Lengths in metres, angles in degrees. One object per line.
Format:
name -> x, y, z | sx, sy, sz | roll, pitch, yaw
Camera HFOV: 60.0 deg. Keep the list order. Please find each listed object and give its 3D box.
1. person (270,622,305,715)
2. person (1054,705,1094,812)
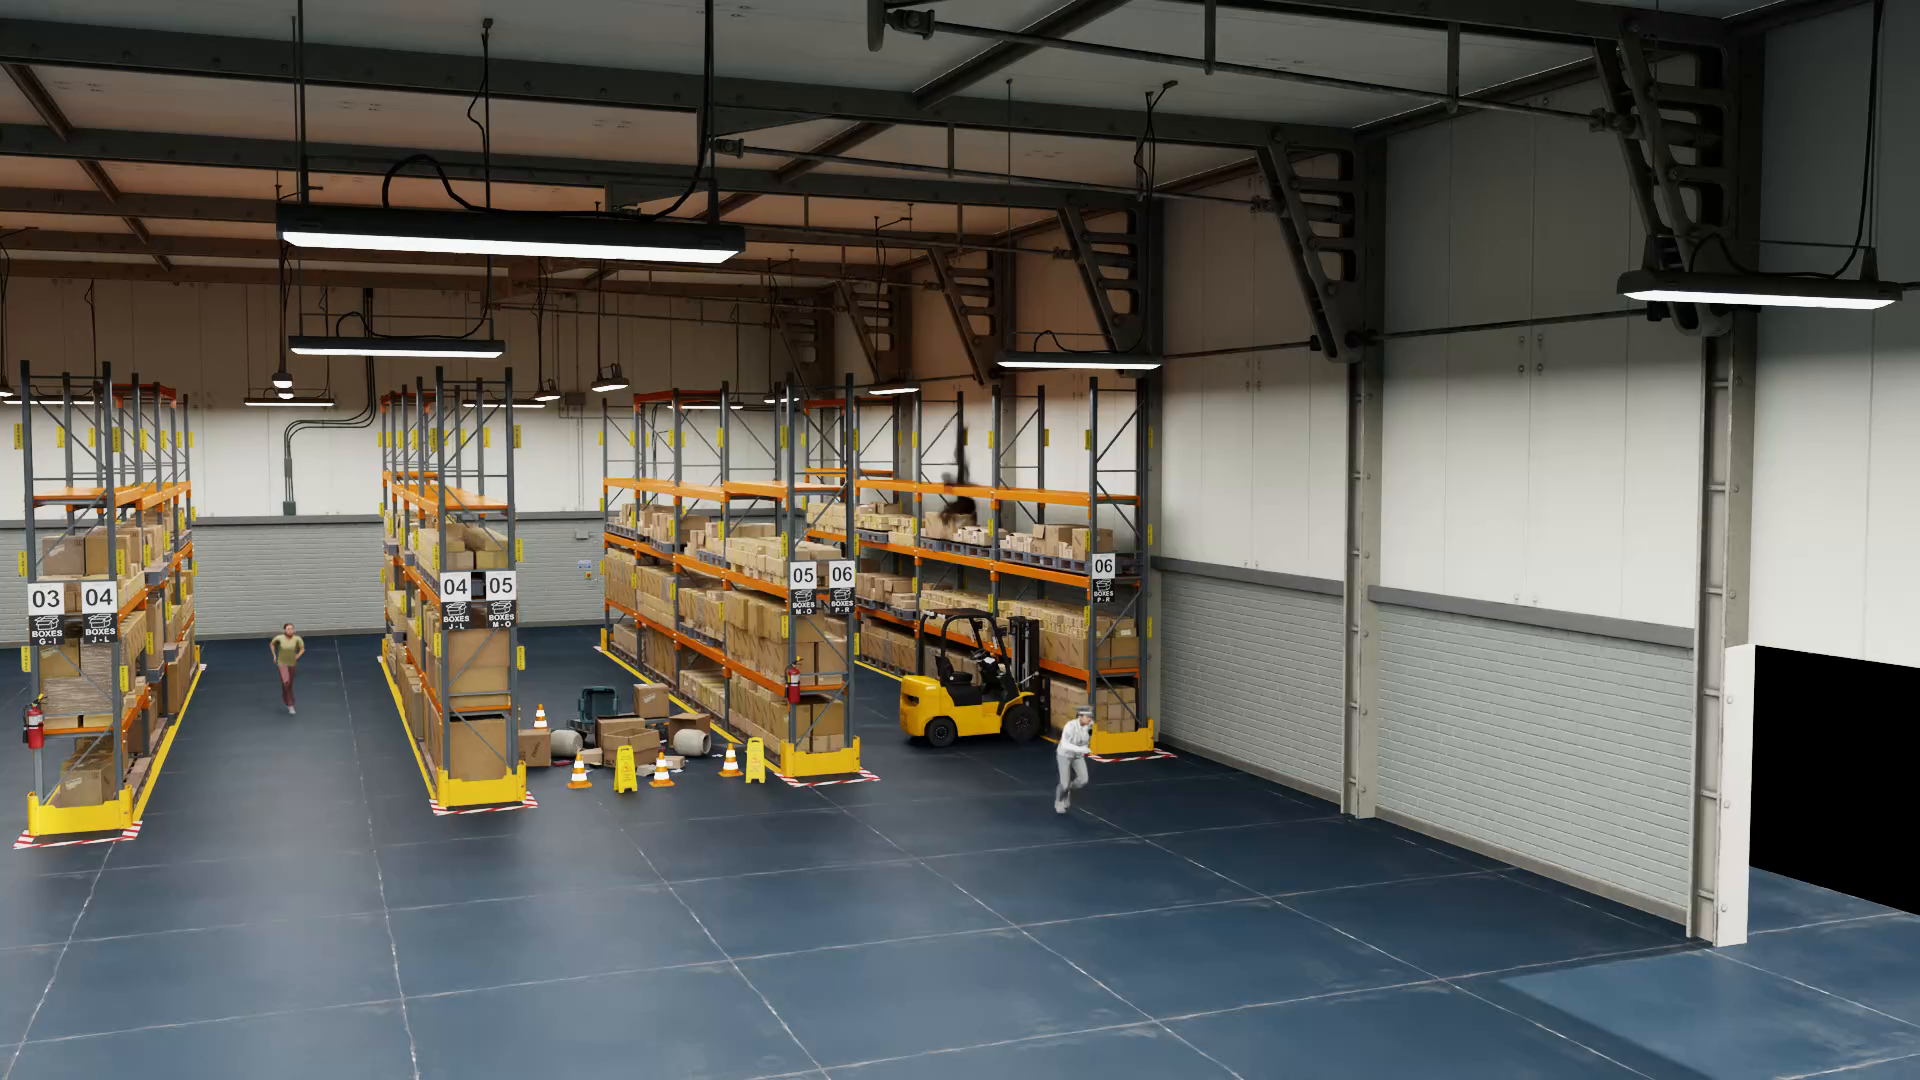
person -> -12.397, 2.329, 30.669 | 0.579, 1.672, 0.951 | -2, 4, -32
person -> 1.566, 2.917, 22.180 | 0.644, 1.504, 0.839 | -2, 4, -33
